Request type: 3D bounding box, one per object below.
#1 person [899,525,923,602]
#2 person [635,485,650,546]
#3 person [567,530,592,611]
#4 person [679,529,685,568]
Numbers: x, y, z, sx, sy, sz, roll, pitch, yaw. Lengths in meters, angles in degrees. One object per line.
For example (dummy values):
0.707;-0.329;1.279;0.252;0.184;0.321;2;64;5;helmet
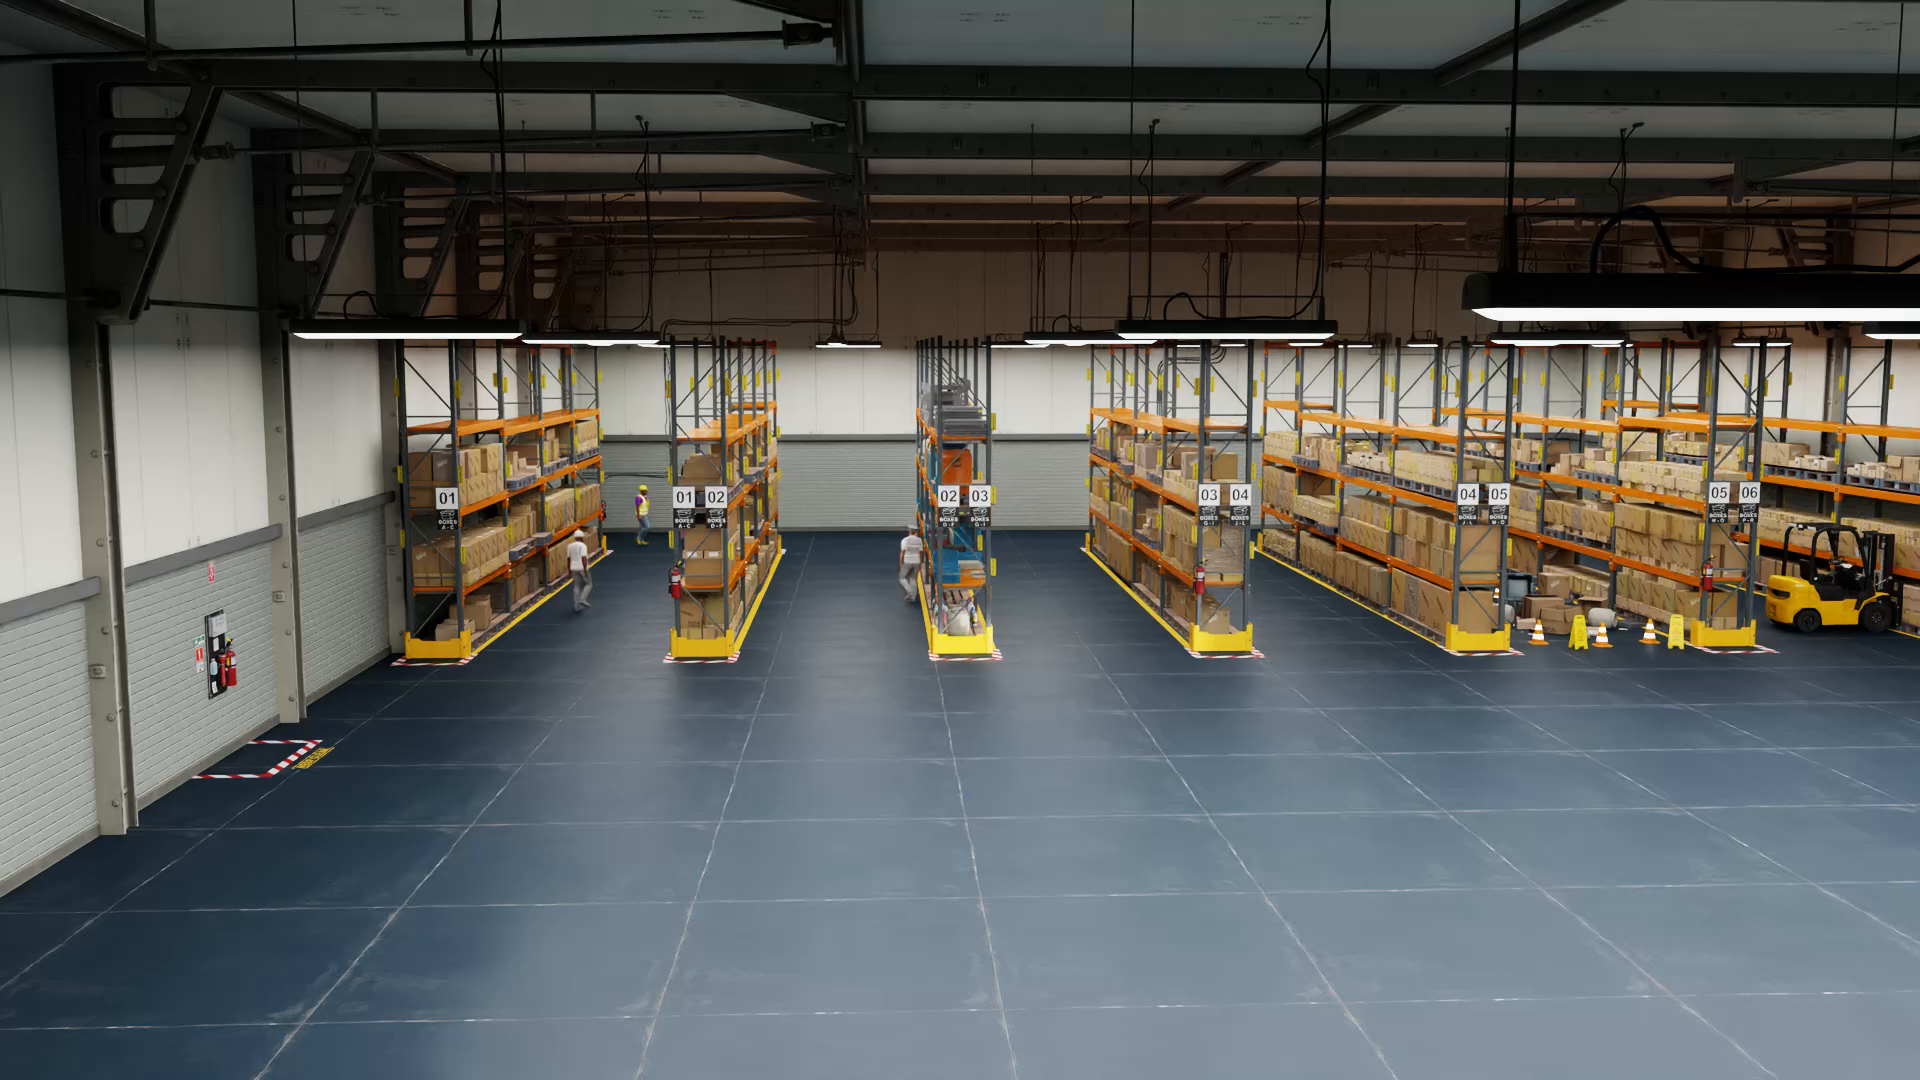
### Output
-1.097;0.548;37.886;0.574;1.748;0.521;-3;7;-25;person
-9.344;-0.731;48.982;0.449;1.766;0.606;0;6;-1;person
-8.437;0.665;36.802;0.592;1.751;0.509;1;7;12;person
-7.210;-0.063;44.009;0.446;1.540;0.972;0;7;-4;person
